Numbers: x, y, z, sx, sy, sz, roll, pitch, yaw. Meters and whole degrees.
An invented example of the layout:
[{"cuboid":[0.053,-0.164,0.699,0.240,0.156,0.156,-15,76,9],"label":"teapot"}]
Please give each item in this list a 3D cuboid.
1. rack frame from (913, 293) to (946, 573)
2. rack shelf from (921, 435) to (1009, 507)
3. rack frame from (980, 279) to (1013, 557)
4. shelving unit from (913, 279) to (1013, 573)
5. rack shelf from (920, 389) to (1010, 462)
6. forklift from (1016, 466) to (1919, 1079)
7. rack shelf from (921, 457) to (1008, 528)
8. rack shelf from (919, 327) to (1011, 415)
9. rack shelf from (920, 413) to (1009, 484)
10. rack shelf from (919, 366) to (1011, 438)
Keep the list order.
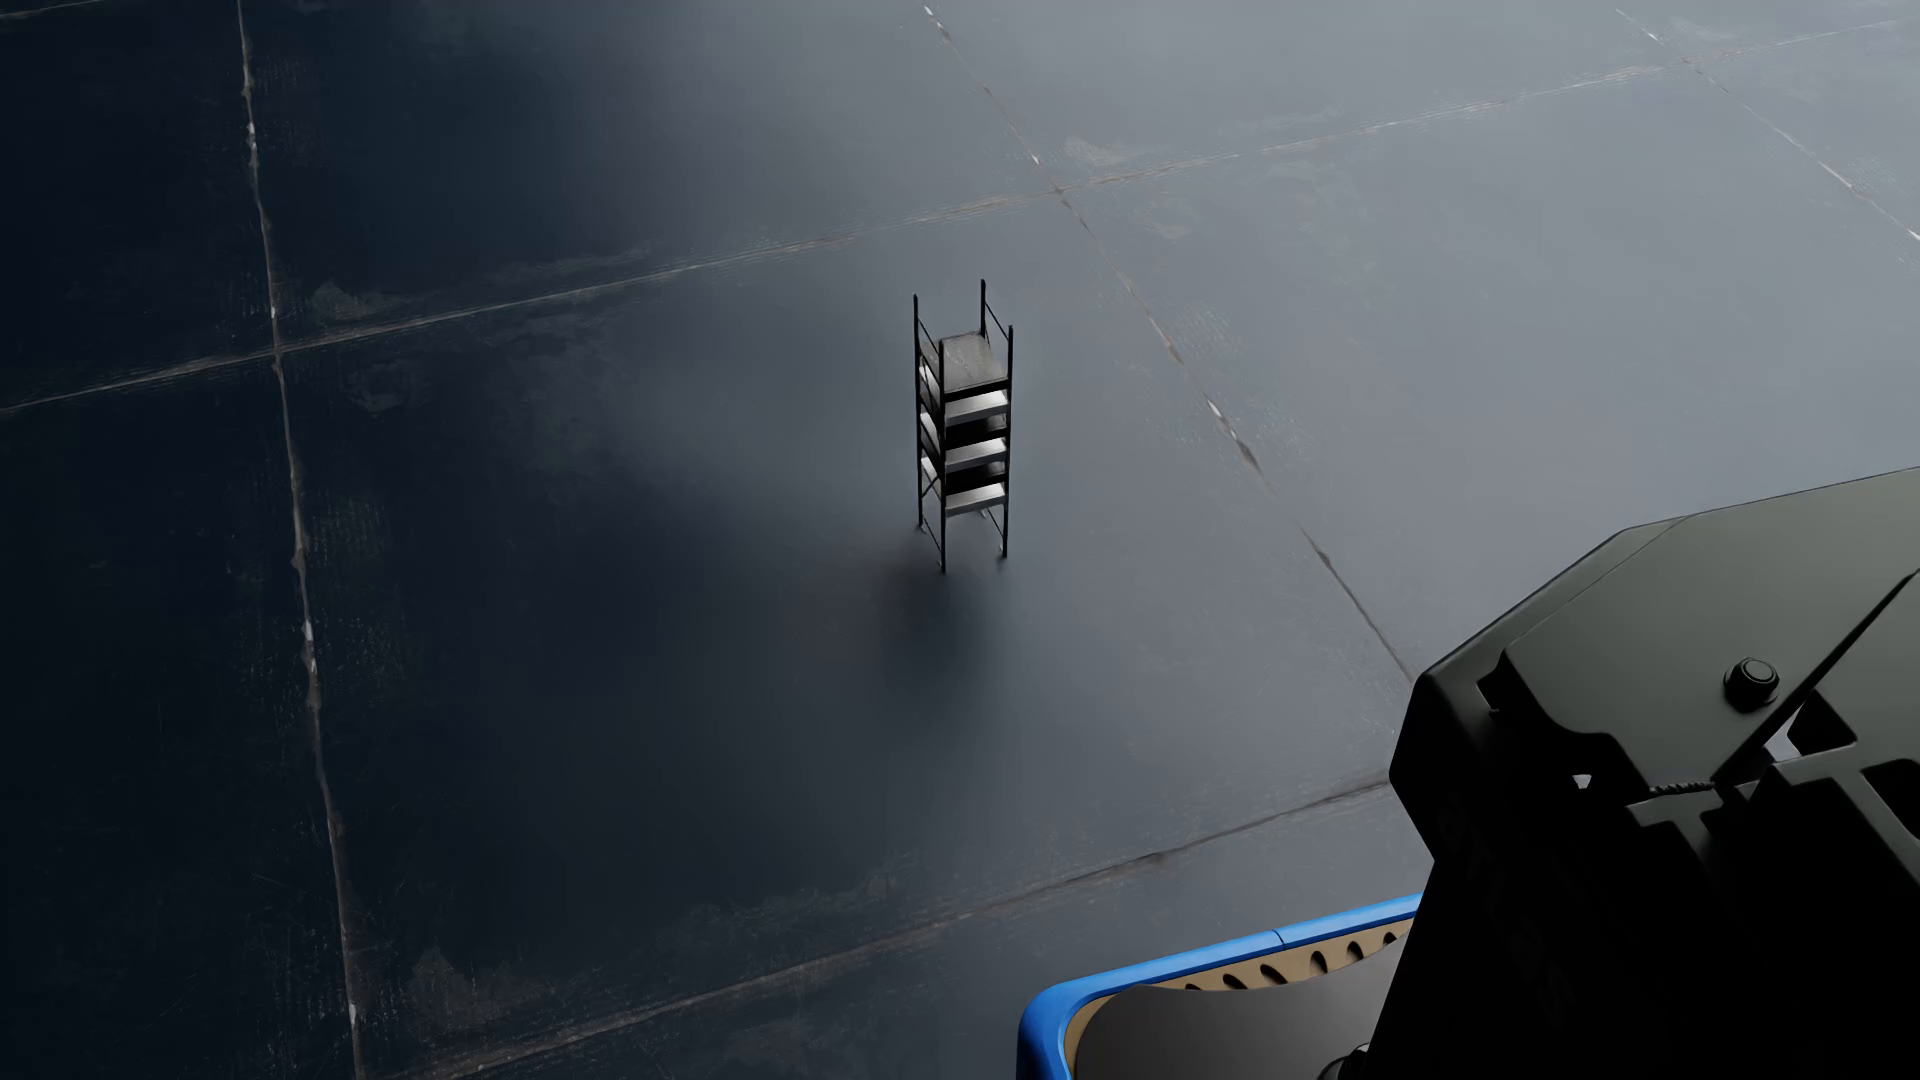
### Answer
[{"cuboid":[-0.088,-0.295,4.909,0.006,0.900,0.240,-14,47,-14],"label":"rack frame"},{"cuboid":[0.008,-0.233,5.021,0.200,0.077,0.258,-14,47,-14],"label":"rack shelf"},{"cuboid":[0.103,-0.344,4.958,0.006,0.900,0.240,-14,47,-14],"label":"rack frame"},{"cuboid":[0.008,-0.320,4.933,0.210,0.900,0.258,-14,47,-14],"label":"shelving unit"},{"cuboid":[0.008,-0.360,4.893,0.200,0.077,0.258,-14,47,-14],"label":"rack shelf"},{"cuboid":[0.972,1.443,1.743,1.130,2.935,3.031,-11,46,-11],"label":"forklift"},{"cuboid":[0.008,-0.169,5.084,0.200,0.077,0.258,-14,47,-14],"label":"rack shelf"},{"cuboid":[0.008,-0.487,4.766,0.200,0.077,0.258,-14,47,-14],"label":"rack shelf"},{"cuboid":[0.008,-0.296,4.957,0.200,0.077,0.258,-14,47,-14],"label":"rack shelf"},{"cuboid":[0.008,-0.423,4.829,0.200,0.077,0.258,-14,47,-14],"label":"rack shelf"}]
